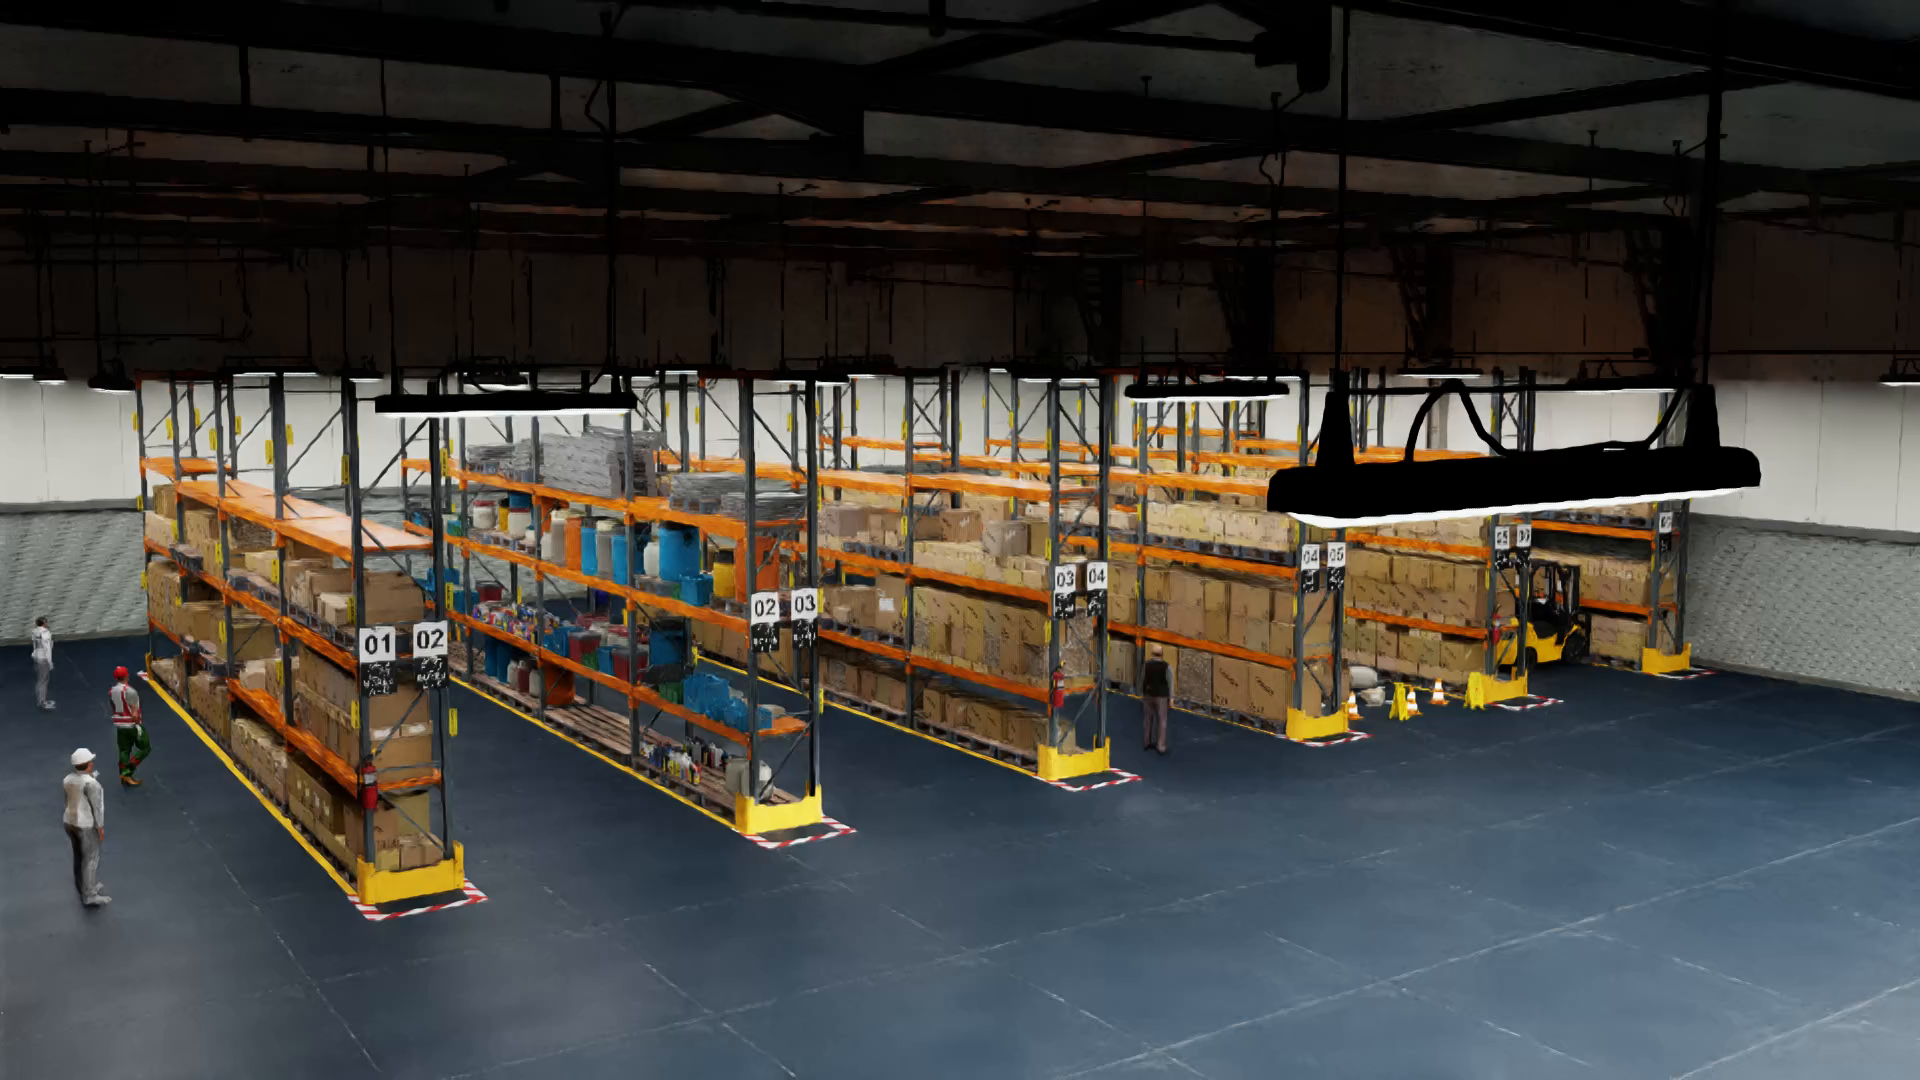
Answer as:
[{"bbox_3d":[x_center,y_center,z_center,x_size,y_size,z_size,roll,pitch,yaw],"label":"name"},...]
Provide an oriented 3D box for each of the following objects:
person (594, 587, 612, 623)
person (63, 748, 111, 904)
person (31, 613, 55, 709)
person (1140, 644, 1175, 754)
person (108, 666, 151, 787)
[{"bbox_3d":[-7.770,1.482,35.982,0.447,1.560,1.088,-4,8,-31],"label":"person"},{"bbox_3d":[-10.054,3.270,19.198,0.598,1.782,0.463,4,7,29],"label":"person"},{"bbox_3d":[-16.350,2.143,29.676,0.548,1.683,0.337,6,9,41],"label":"person"},{"bbox_3d":[3.133,2.495,26.315,0.581,1.726,0.454,3,7,28],"label":"person"},{"bbox_3d":[-12.134,2.712,24.214,0.594,1.786,0.443,3,7,26],"label":"person"}]
